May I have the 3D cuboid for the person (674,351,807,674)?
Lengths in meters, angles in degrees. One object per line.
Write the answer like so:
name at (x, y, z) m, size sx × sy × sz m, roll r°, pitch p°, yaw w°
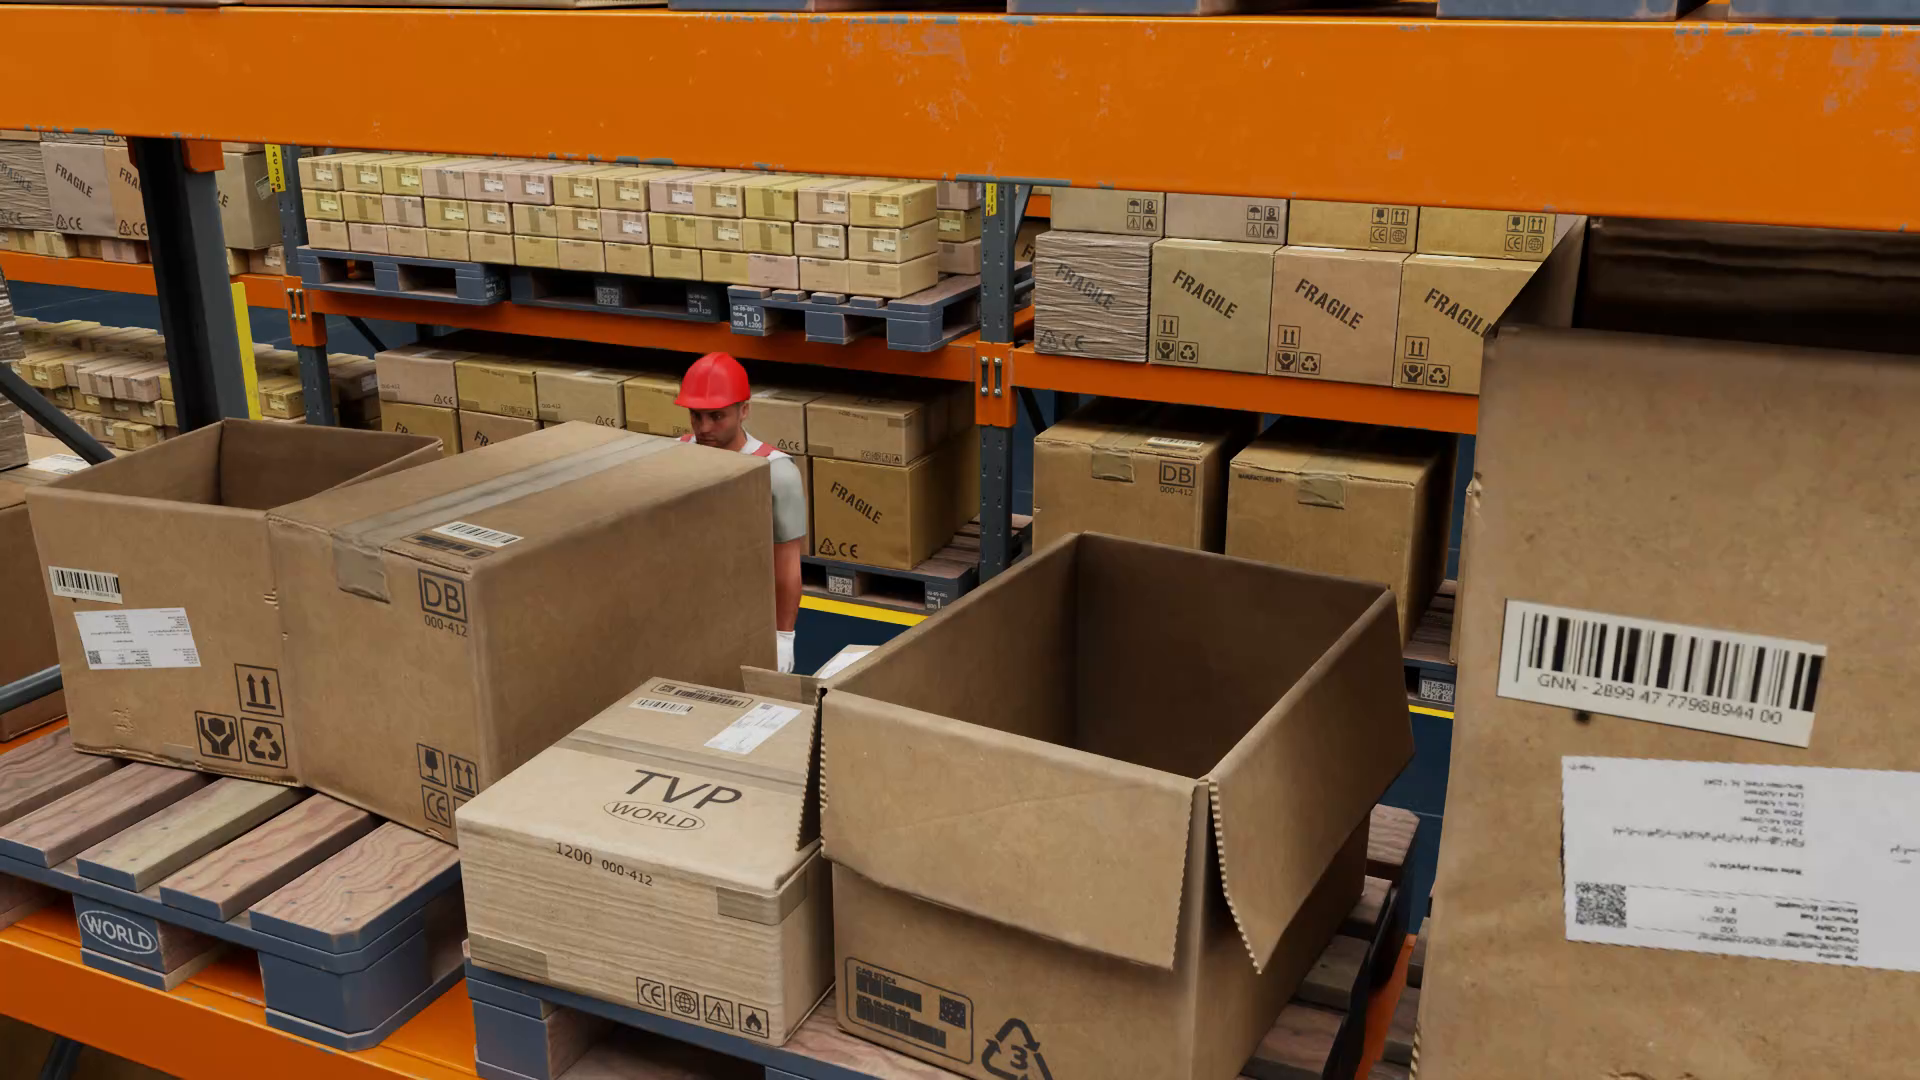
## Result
person at (-0.729, 0.291, 5.185) m, size 0.527 × 1.780 × 0.346 m, roll 9°, pitch 21°, yaw 24°
